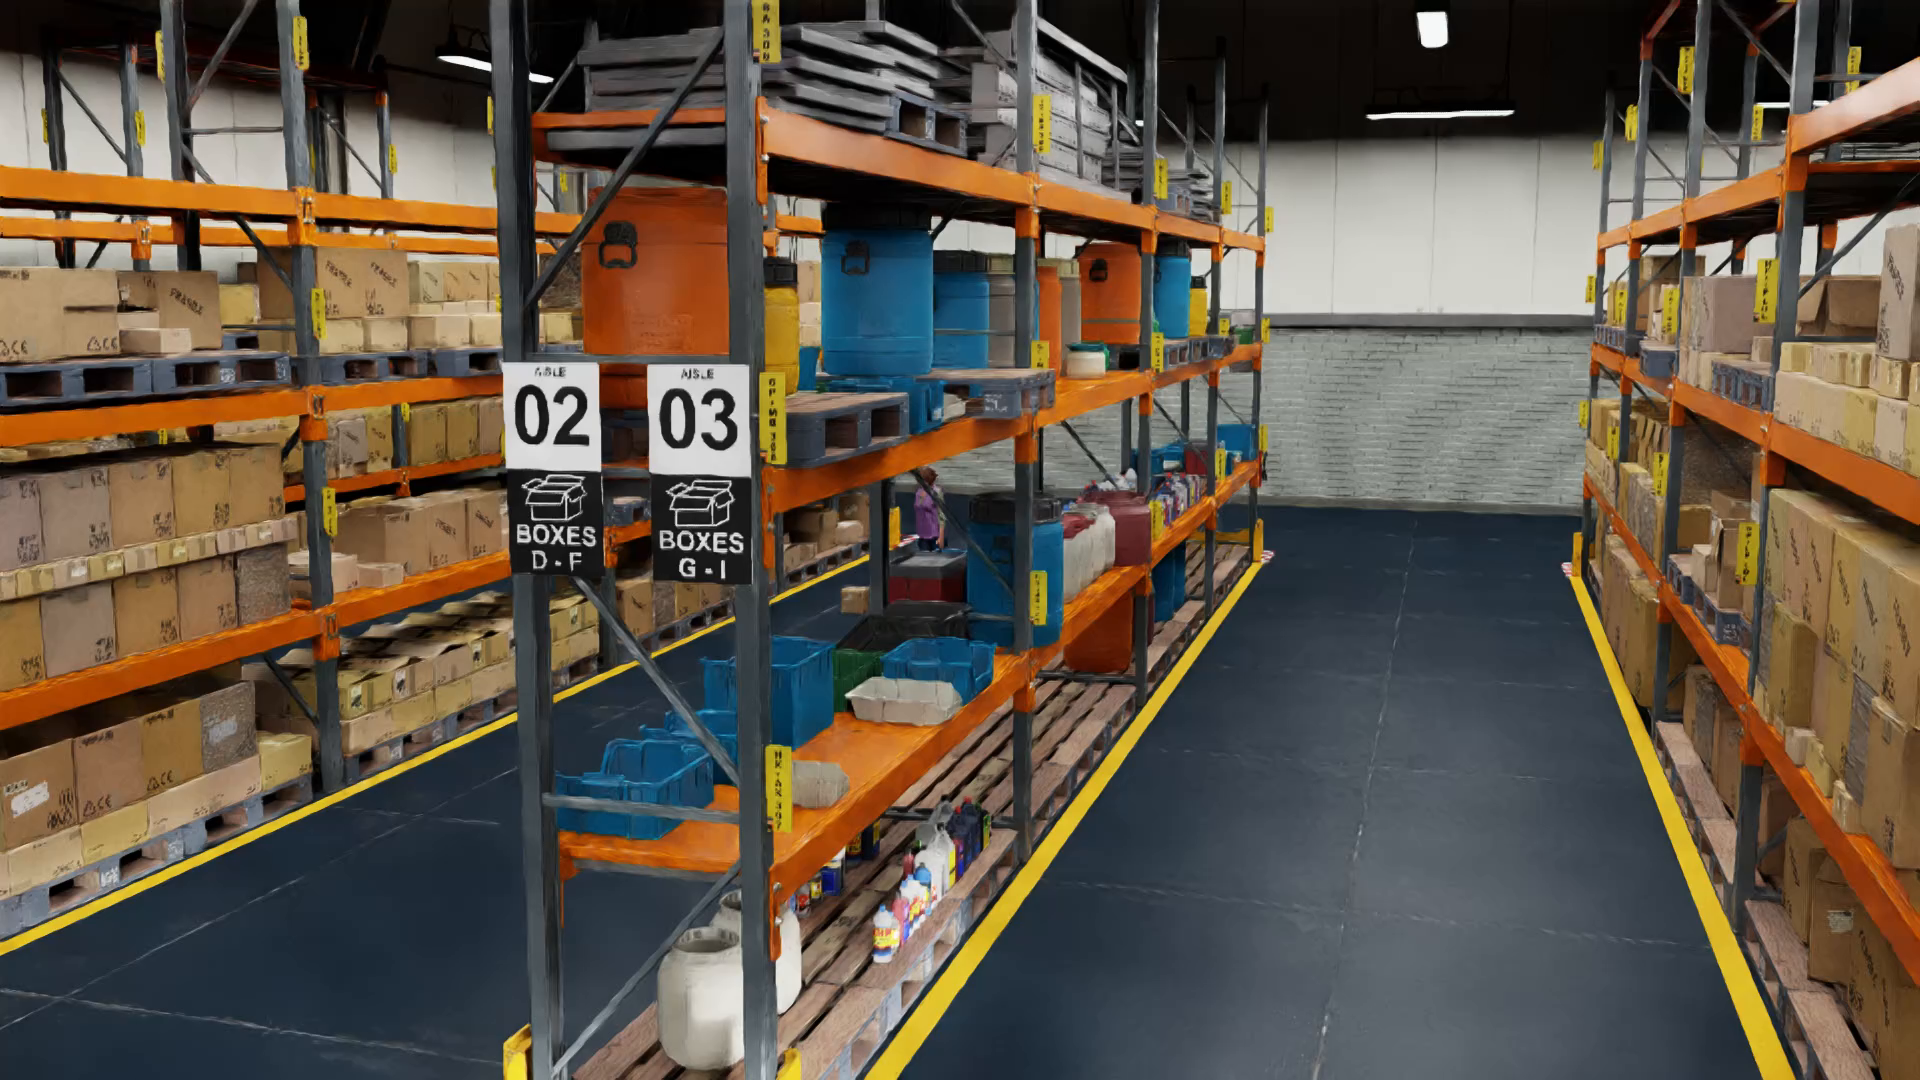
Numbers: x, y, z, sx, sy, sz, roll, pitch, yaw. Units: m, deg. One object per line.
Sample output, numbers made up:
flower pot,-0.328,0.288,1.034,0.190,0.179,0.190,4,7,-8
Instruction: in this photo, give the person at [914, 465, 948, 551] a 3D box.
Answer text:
person,-0.256,-0.023,18.009,0.464,1.571,0.677,8,12,44
